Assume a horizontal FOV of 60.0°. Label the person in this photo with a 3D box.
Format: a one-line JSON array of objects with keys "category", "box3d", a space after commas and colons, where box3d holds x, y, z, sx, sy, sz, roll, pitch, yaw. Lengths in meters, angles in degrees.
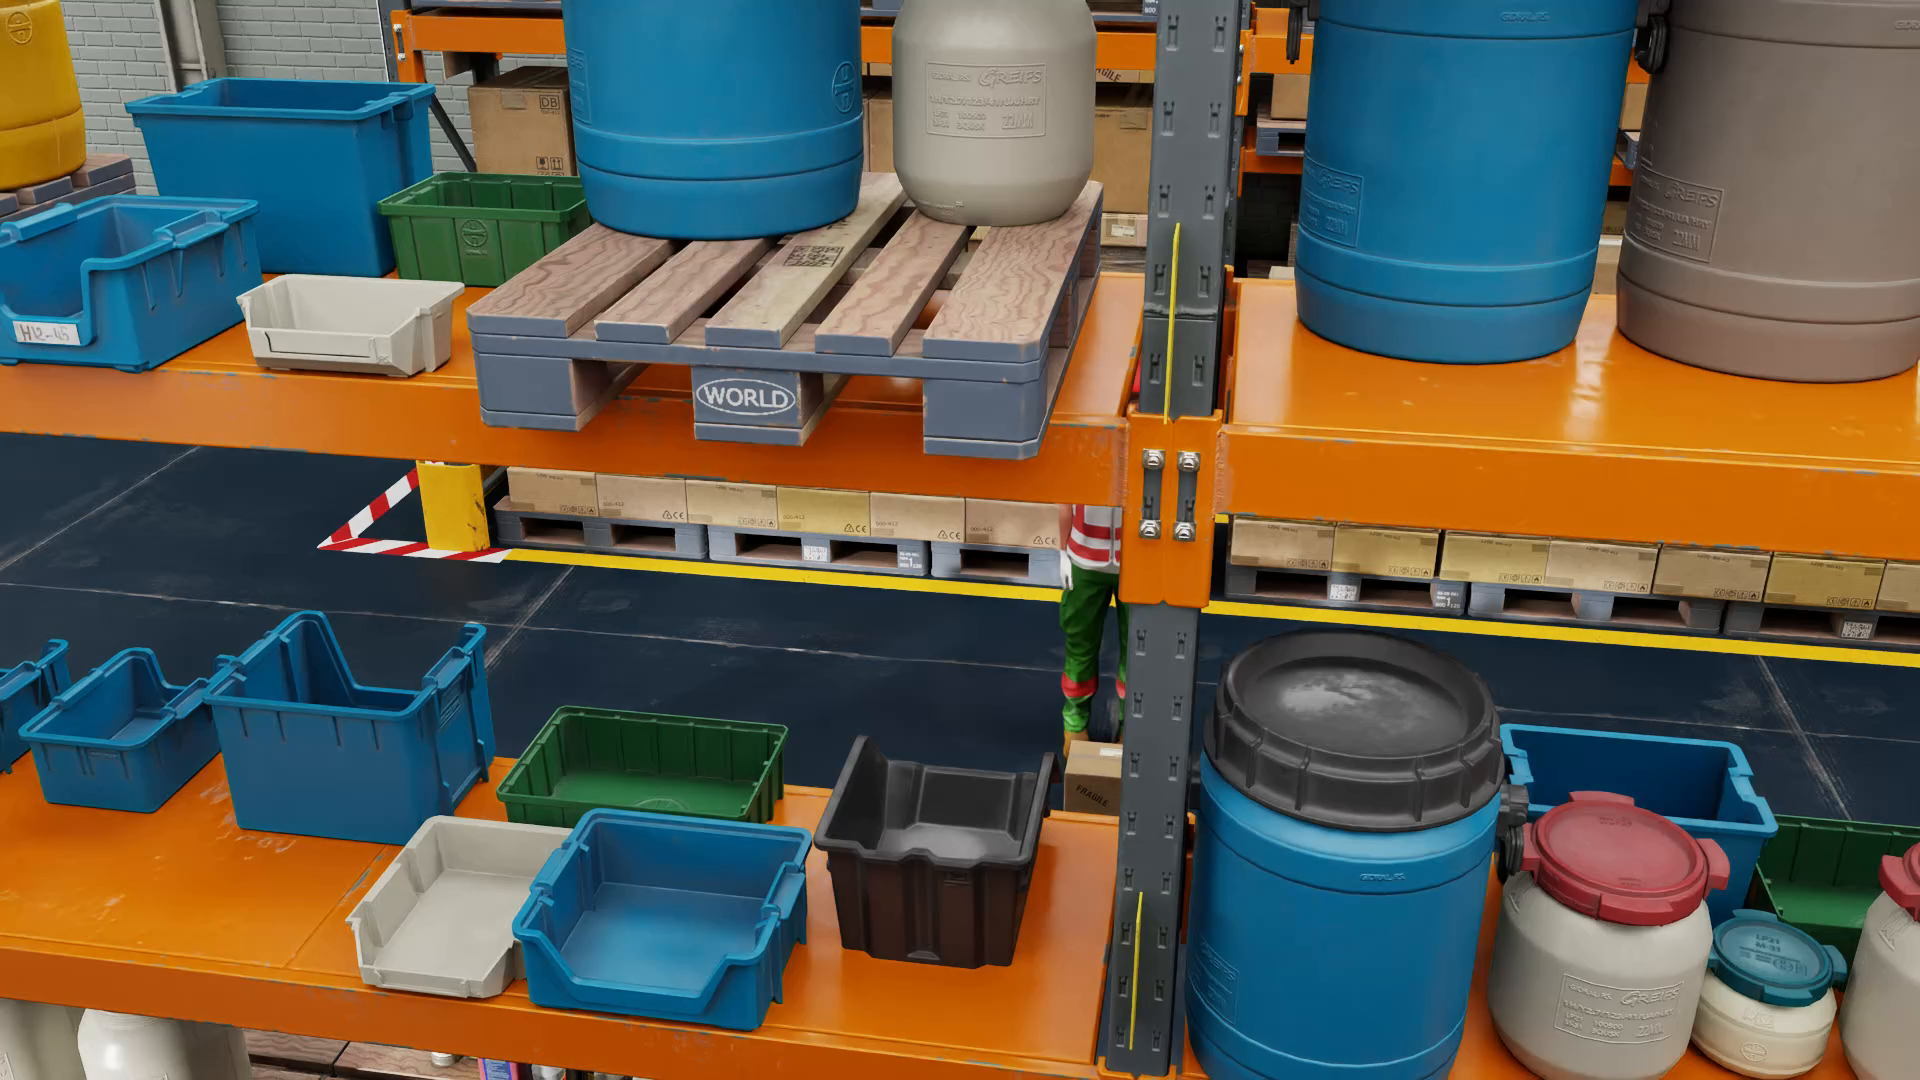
[{"category": "person", "box3d": [0.653, 0.098, 6.863, 0.524, 1.787, 0.346, 5, 25, 10]}]
